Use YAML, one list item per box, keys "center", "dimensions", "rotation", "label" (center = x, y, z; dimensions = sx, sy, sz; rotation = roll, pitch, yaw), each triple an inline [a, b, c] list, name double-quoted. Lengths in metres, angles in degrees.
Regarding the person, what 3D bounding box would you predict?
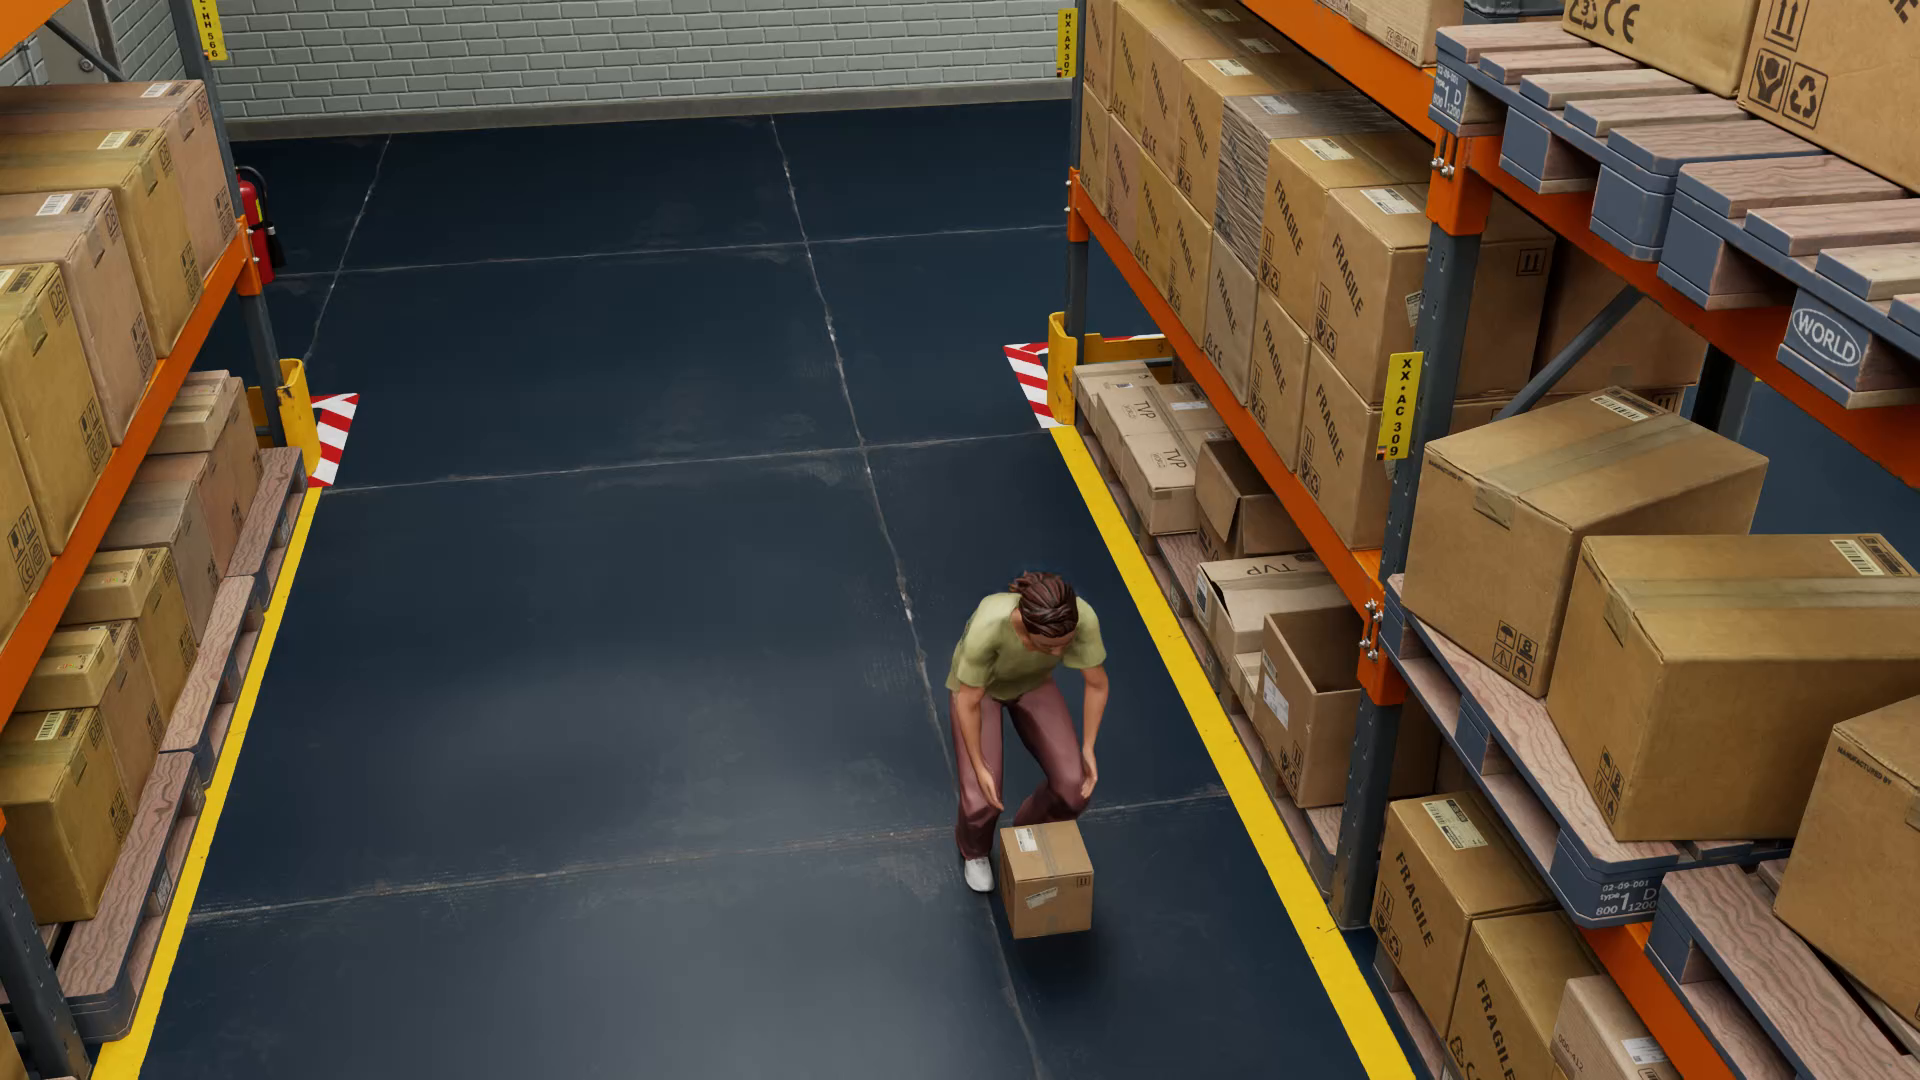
- center: [0.216, 0.589, 5.484]
  dimensions: [0.511, 1.335, 0.666]
  rotation: [-7, 31, -11]
  label: "person"
